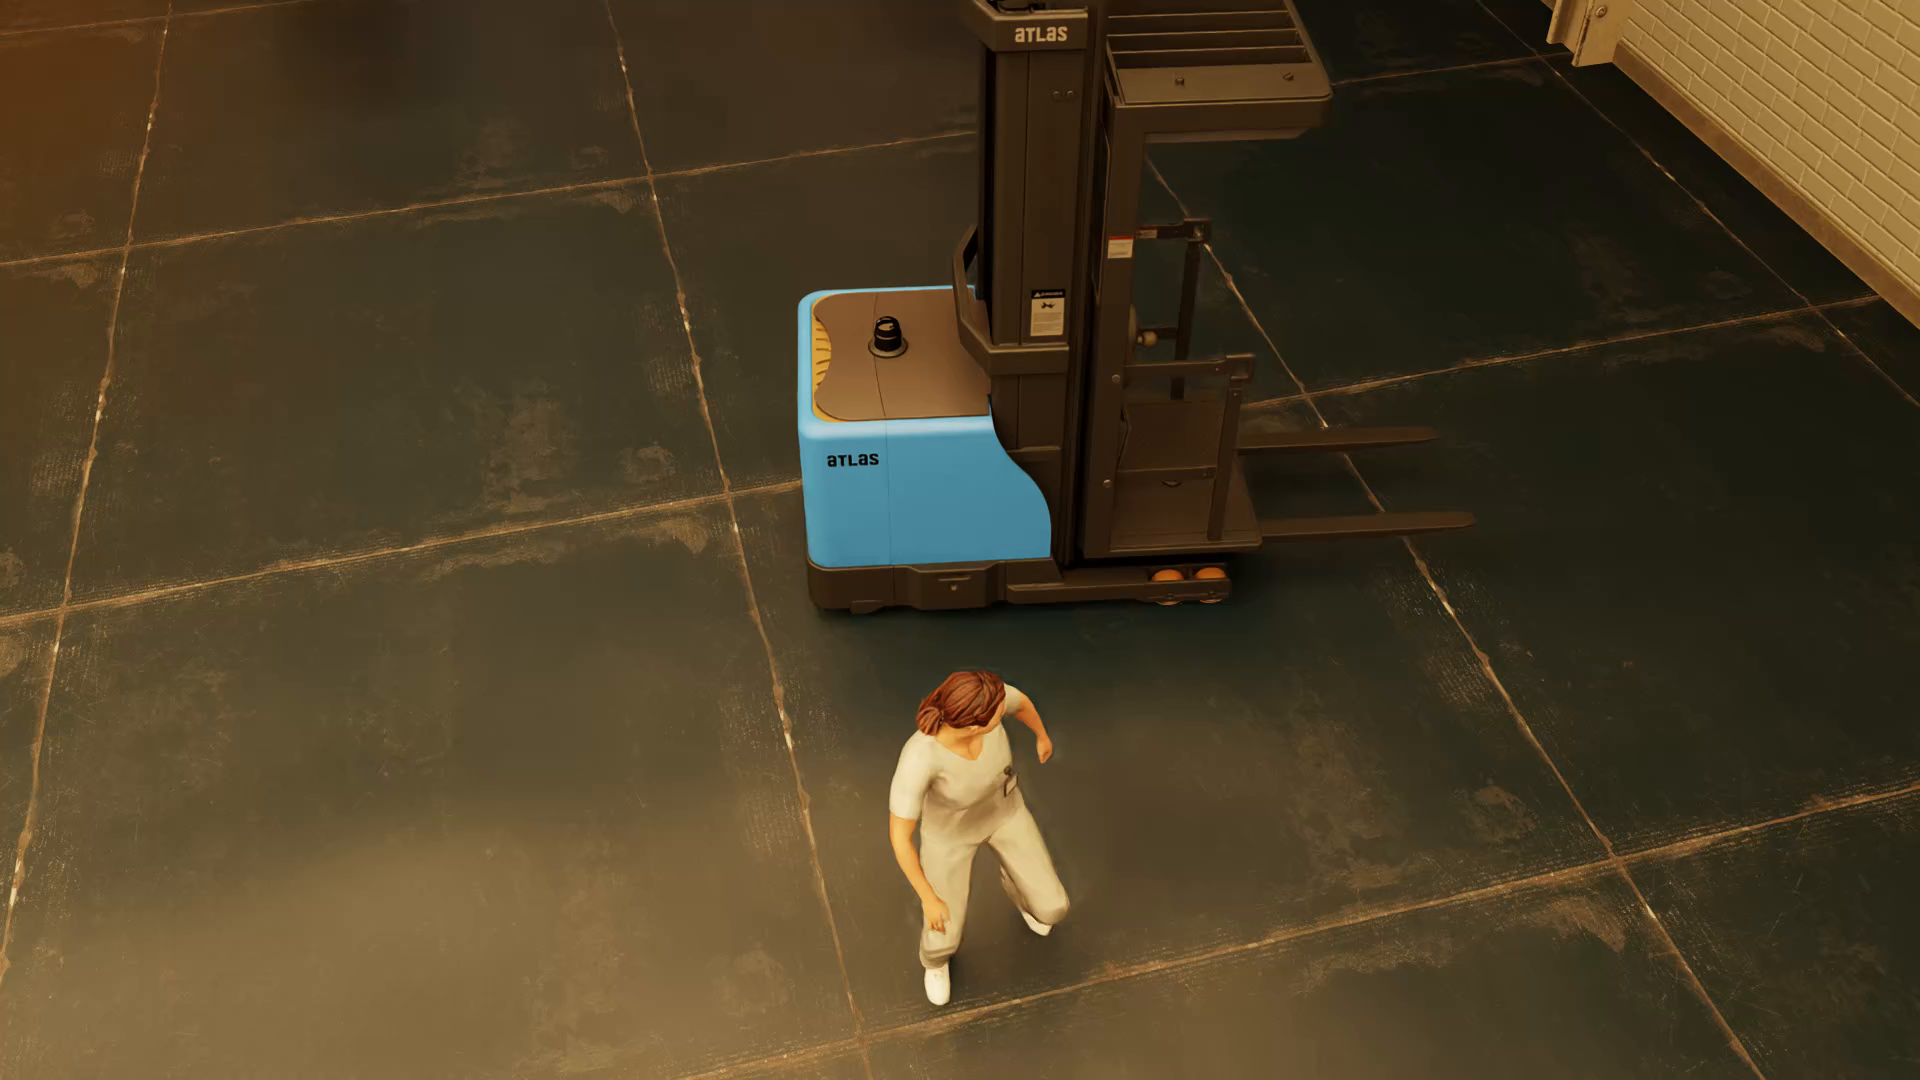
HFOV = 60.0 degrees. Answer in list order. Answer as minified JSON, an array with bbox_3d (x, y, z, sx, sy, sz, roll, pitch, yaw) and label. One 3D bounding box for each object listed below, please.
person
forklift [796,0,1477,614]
[{"bbox_3d":[0.081,0.979,5.614,0.714,1.571,0.534,-17,46,-17],"label":"person"},{"bbox_3d":[0.809,-1.135,6.846,3.031,2.935,1.130,-3,43,-3],"label":"forklift"}]
